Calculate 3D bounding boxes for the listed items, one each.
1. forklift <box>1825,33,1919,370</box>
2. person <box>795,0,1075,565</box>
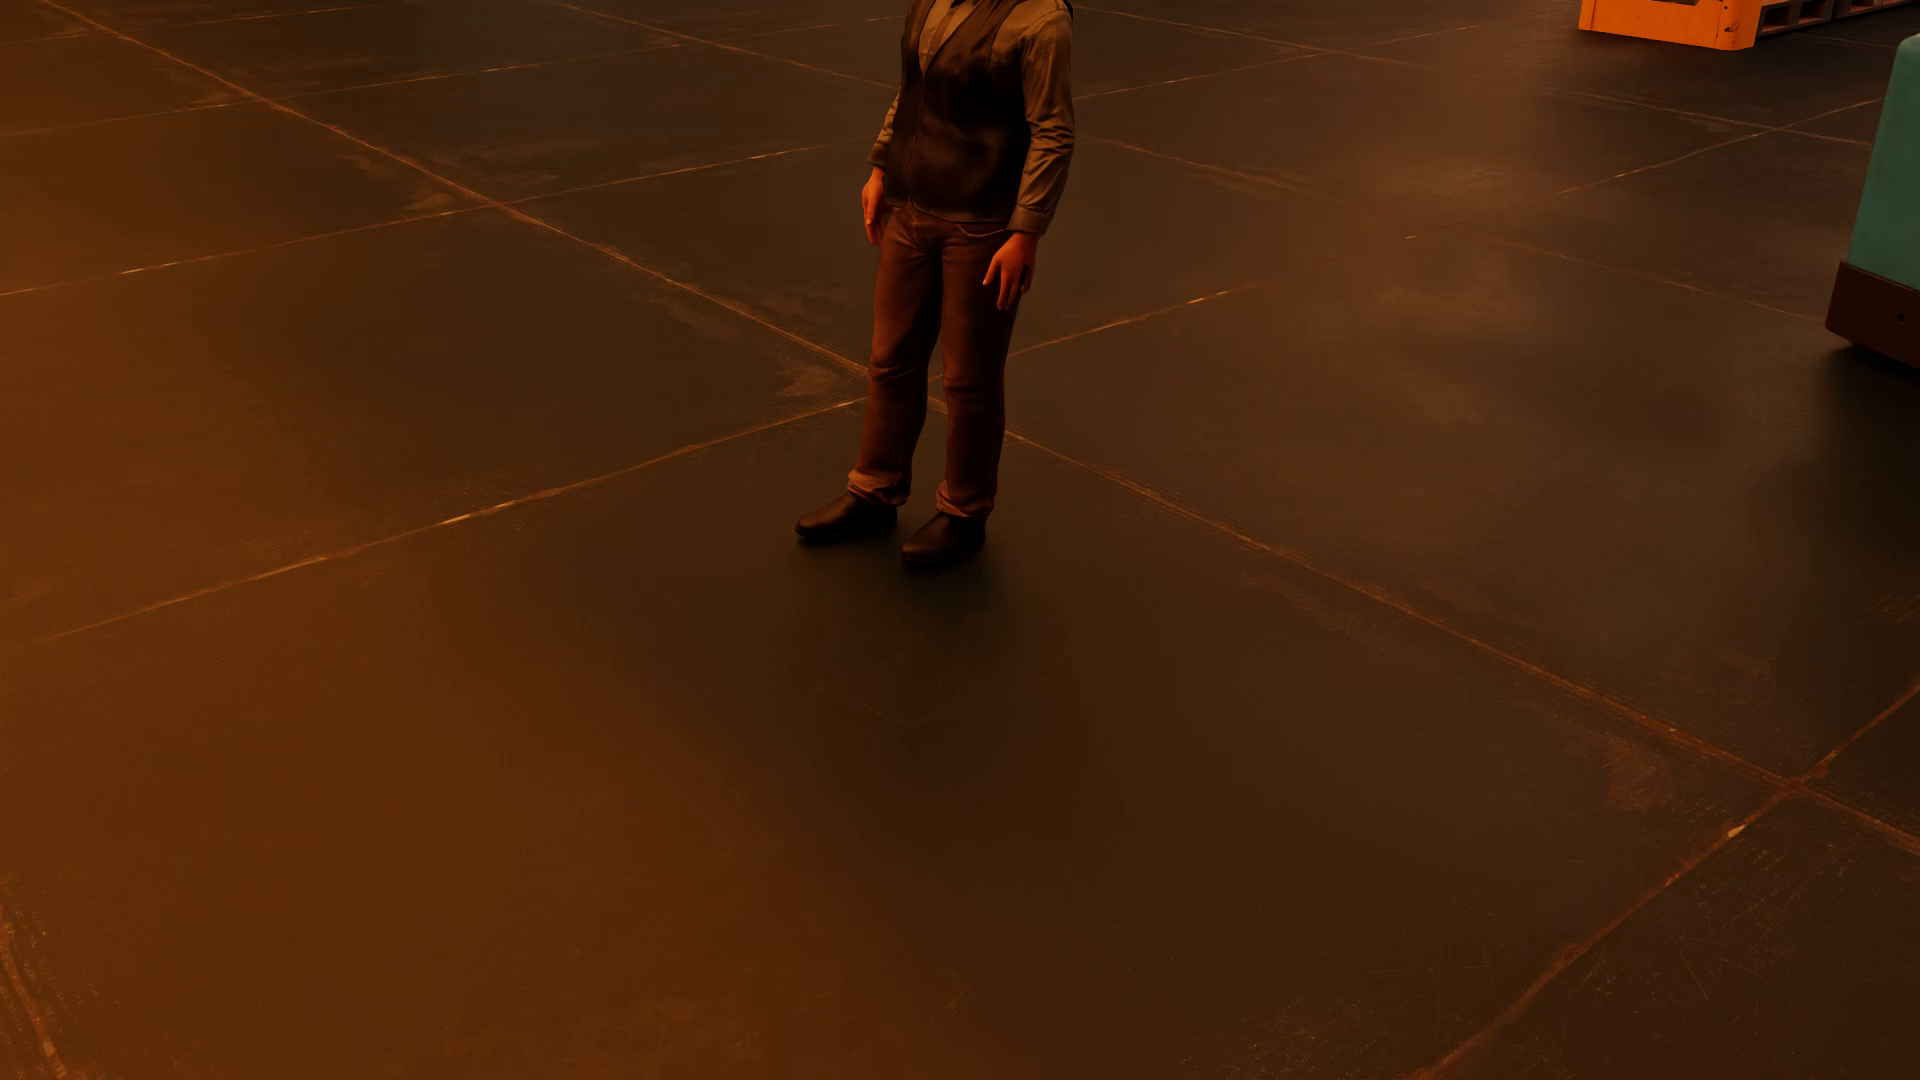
[{"bbox_3d":[4.614,-1.985,5.205,3.031,2.935,1.130,-8,27,-15],"label":"forklift"},{"bbox_3d":[-0.053,-0.763,4.085,0.568,1.720,0.632,-20,33,-35],"label":"person"}]
